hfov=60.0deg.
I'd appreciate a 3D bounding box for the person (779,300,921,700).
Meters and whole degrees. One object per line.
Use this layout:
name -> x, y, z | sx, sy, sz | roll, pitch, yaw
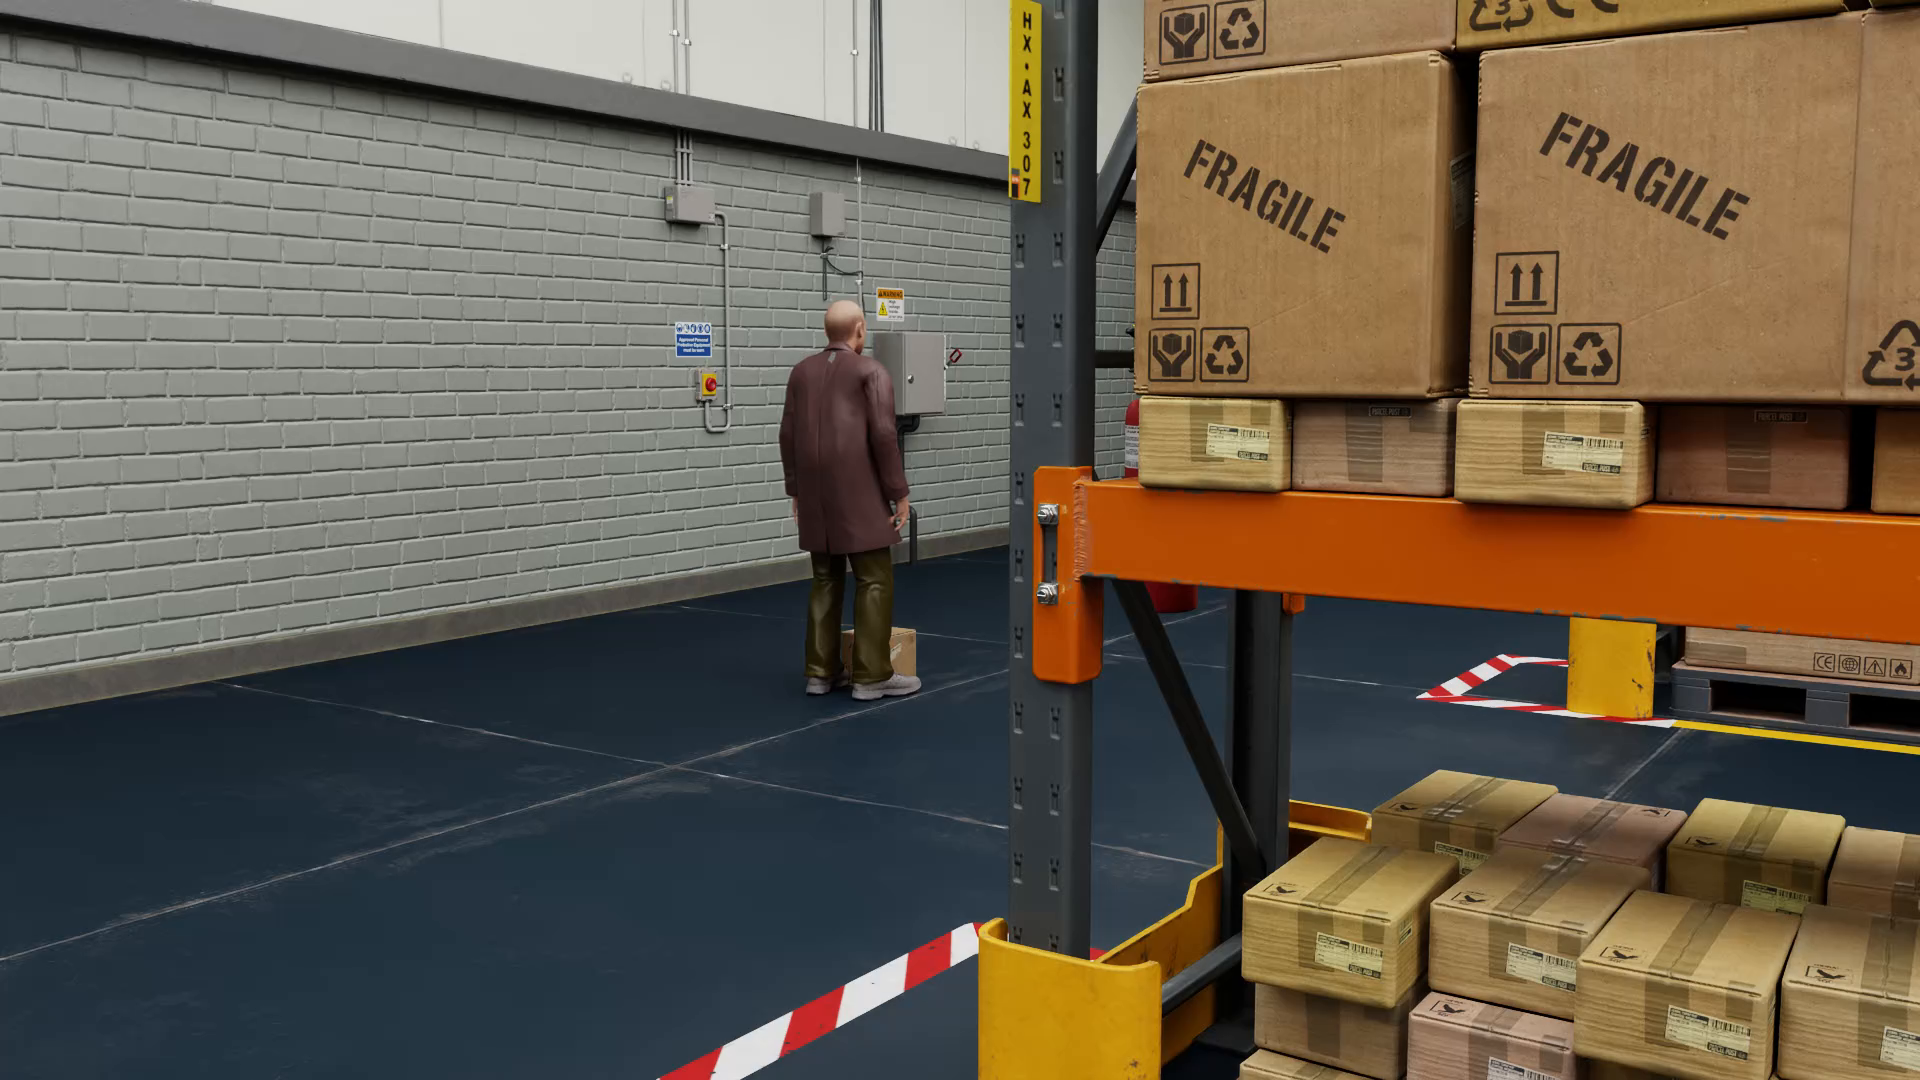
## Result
person -> -0.522, -0.188, 7.502 | 0.656, 1.774, 0.418 | 4, 7, 31
